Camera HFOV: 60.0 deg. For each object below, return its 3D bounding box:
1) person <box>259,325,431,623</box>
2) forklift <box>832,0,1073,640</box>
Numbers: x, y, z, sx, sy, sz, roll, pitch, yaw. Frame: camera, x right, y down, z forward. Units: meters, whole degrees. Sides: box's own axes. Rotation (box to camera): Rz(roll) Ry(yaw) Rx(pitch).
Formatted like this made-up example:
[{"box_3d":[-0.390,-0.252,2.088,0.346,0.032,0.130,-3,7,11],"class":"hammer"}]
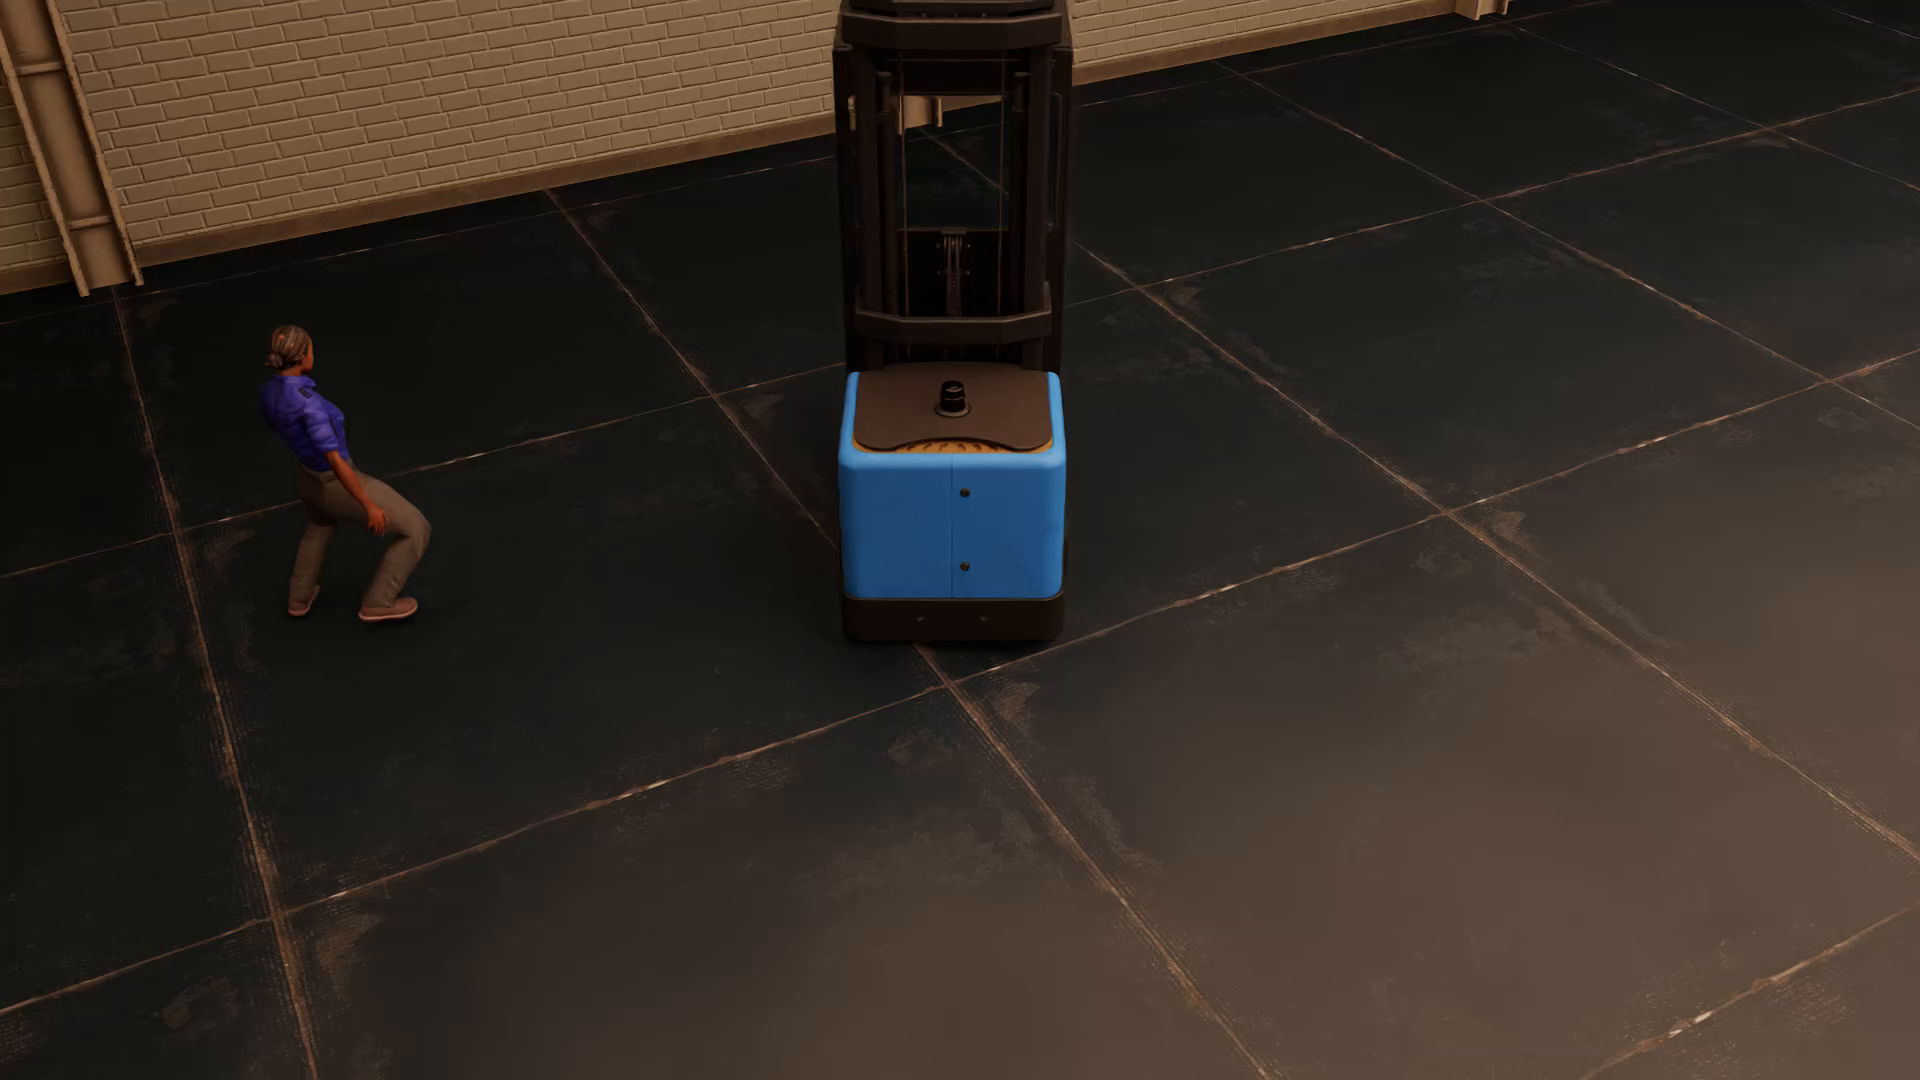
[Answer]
[{"box_3d":[-2.930,-0.289,7.752,0.850,1.556,0.578,28,44,34],"class":"person"},{"box_3d":[-0.033,-1.537,8.298,1.130,2.935,3.031,0,35,0],"class":"forklift"}]
